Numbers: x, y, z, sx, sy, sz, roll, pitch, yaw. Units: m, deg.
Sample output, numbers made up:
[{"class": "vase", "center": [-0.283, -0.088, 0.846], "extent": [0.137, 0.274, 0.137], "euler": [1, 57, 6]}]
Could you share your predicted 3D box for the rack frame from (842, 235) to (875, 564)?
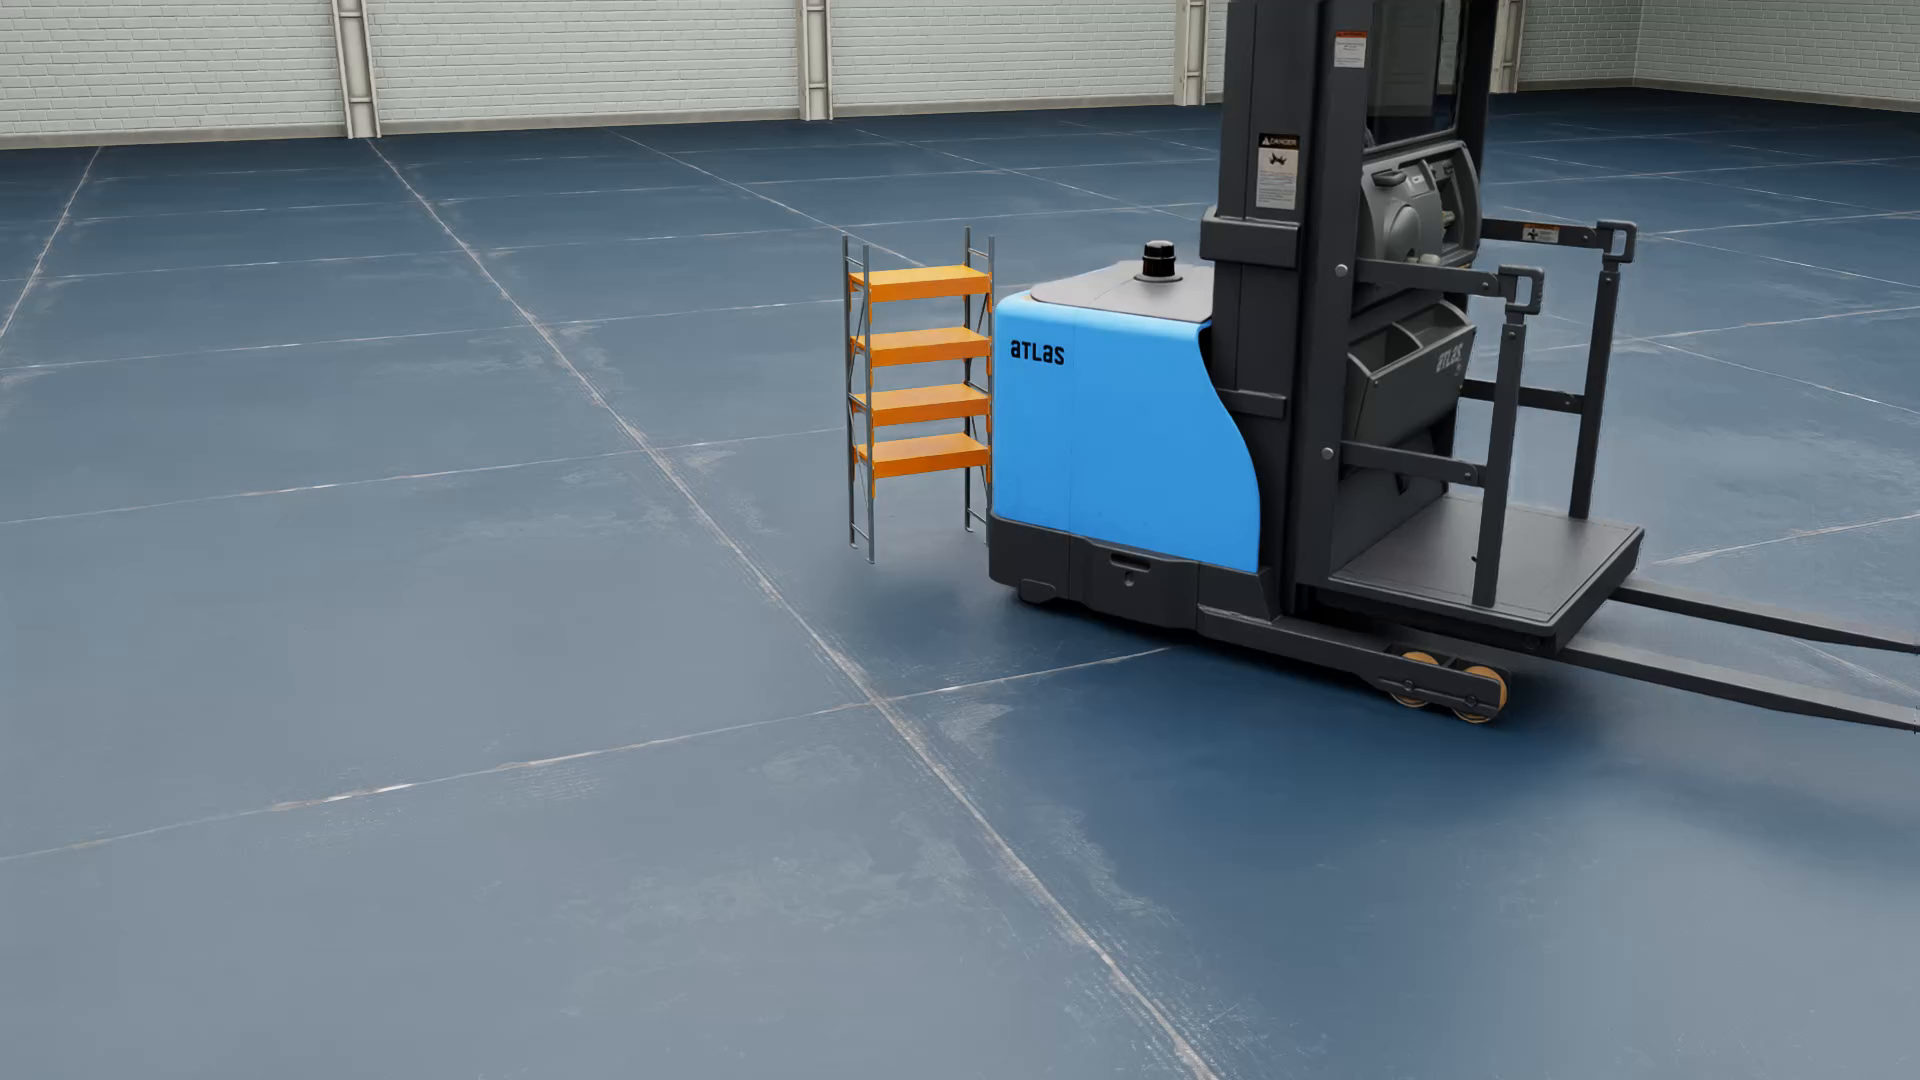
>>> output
[{"class": "rack frame", "center": [-0.376, -0.512, 6.170], "extent": [0.015, 1.200, 0.240], "euler": [-8, 21, -22]}]

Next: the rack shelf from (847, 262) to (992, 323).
[{"class": "rack shelf", "center": [-0.152, -0.915, 6.130], "extent": [0.480, 0.148, 0.258], "euler": [-8, 21, -22]}]

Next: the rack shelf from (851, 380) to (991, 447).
[{"class": "rack shelf", "center": [-0.152, -0.481, 6.283], "extent": [0.480, 0.148, 0.258], "euler": [-8, 21, -22]}]

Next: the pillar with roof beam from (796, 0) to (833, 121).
[{"class": "pillar with roof beam", "center": [-0.303, -8.808, 17.989], "extent": [0.400, 9.000, 9.100], "euler": [-8, 21, -22]}]

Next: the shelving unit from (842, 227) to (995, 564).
[{"class": "shelving unit", "center": [-0.152, -0.544, 6.261], "extent": [0.503, 1.200, 0.258], "euler": [-8, 21, -22]}]

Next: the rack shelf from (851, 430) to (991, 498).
[{"class": "rack shelf", "center": [-0.152, -0.293, 6.349], "extent": [0.480, 0.148, 0.258], "euler": [-8, 21, -22]}]

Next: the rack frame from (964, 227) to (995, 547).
[{"class": "rack frame", "center": [0.072, -0.576, 6.352], "extent": [0.015, 1.200, 0.240], "euler": [-8, 21, -22]}]

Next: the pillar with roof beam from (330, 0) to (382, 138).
[{"class": "pillar with roof beam", "center": [-5.812, -8.019, 15.747], "extent": [0.400, 9.000, 9.100], "euler": [-8, 21, -22]}]

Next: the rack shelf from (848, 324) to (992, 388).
[{"class": "rack shelf", "center": [-0.152, -0.692, 6.209], "extent": [0.480, 0.148, 0.258], "euler": [-8, 21, -22]}]

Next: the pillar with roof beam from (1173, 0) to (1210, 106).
[{"class": "pillar with roof beam", "center": [5.207, -9.598, 20.231], "extent": [0.400, 9.000, 9.100], "euler": [-8, 21, -22]}]

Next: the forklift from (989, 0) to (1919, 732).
[{"class": "forklift", "center": [1.603, -1.035, 5.049], "extent": [3.031, 2.935, 1.130], "euler": [13, 23, 33]}]

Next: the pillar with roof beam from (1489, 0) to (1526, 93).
[{"class": "pillar with roof beam", "center": [10.716, -10.387, 22.472], "extent": [0.400, 9.000, 9.100], "euler": [-8, 21, -22]}]
